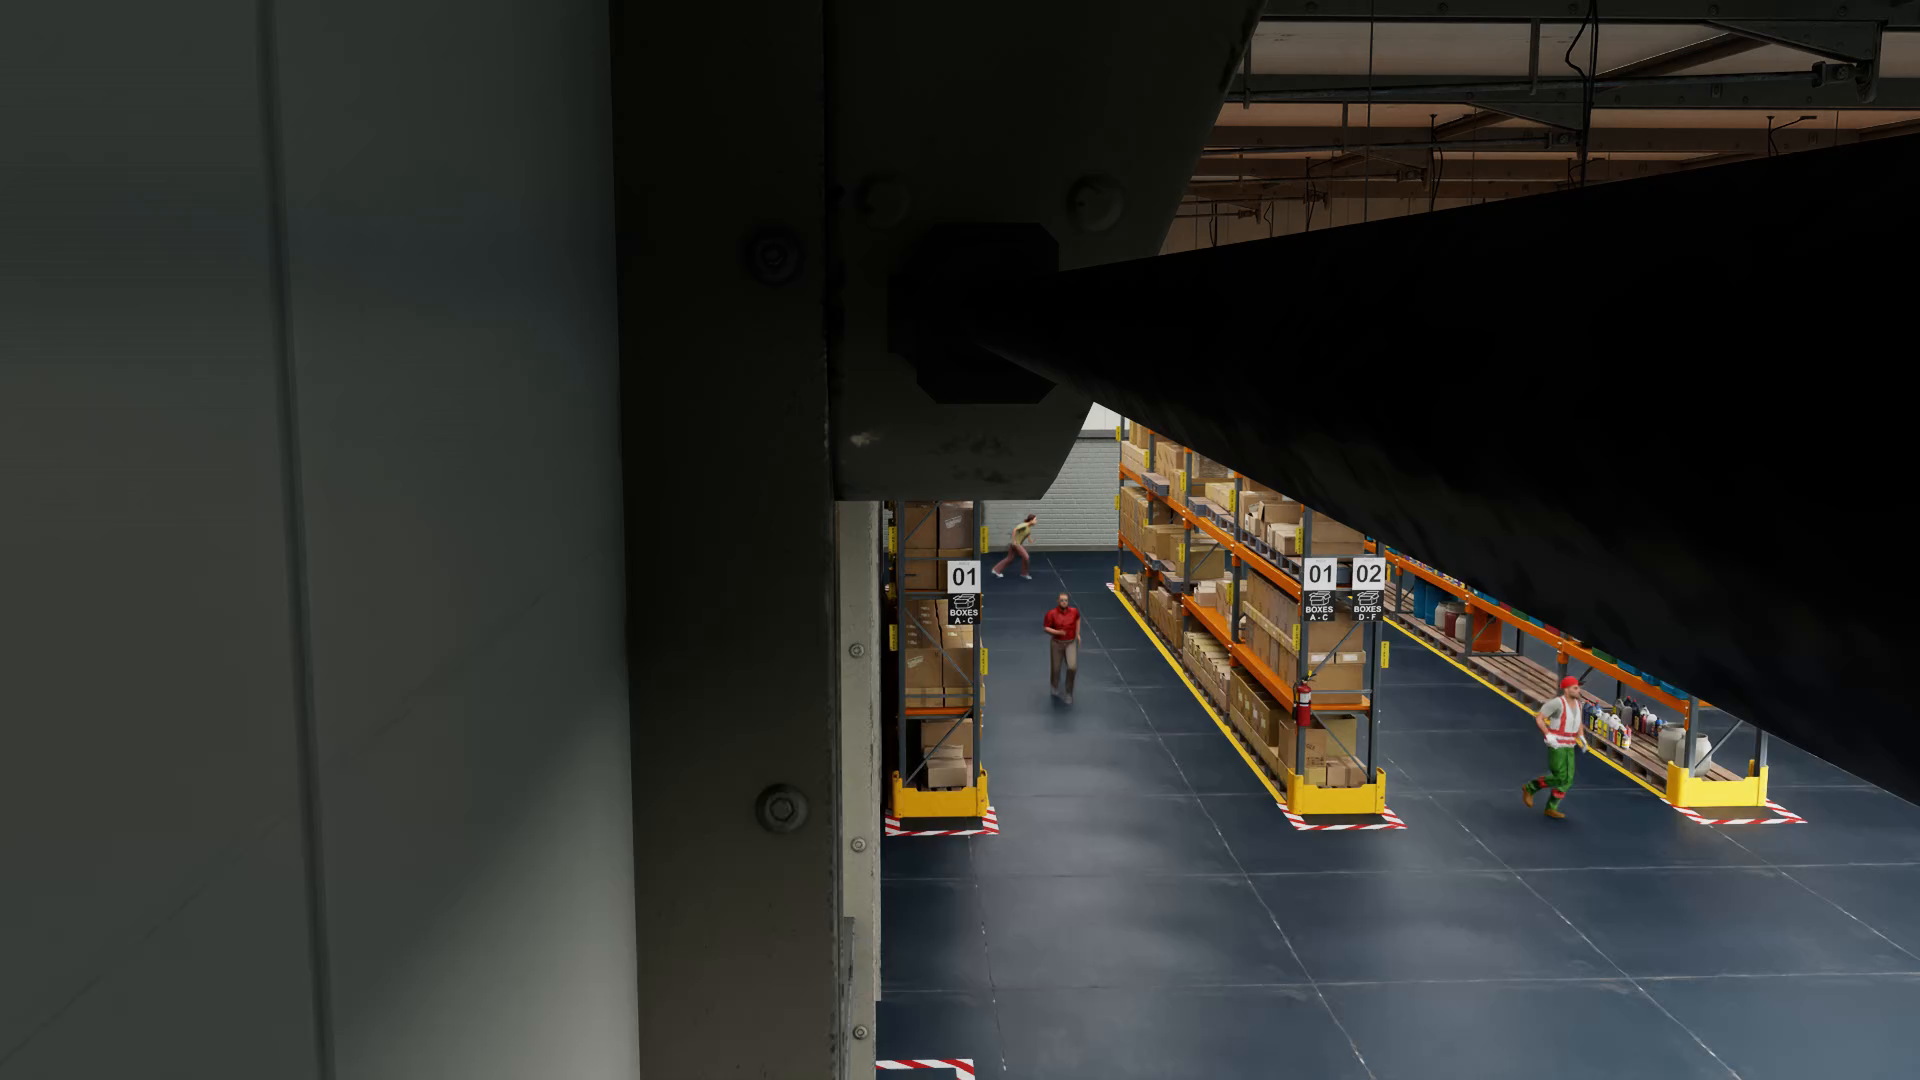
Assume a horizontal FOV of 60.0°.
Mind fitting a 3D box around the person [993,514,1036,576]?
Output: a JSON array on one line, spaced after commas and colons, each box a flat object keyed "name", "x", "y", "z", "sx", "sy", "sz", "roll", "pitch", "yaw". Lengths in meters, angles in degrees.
[{"name": "person", "x": 1.250, "y": 0.101, "z": 37.930, "sx": 0.992, "sy": 1.419, "sz": 0.573, "roll": 2, "pitch": 8, "yaw": 13}]

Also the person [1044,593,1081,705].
[{"name": "person", "x": 1.628, "y": 1.716, "z": 26.300, "sx": 0.636, "sy": 1.790, "sz": 0.853, "roll": -1, "pitch": 8, "yaw": -7}]

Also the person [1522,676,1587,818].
[{"name": "person", "x": 7.416, "y": 2.532, "z": 20.611, "sx": 0.743, "sy": 1.739, "sz": 0.582, "roll": -6, "pitch": 10, "yaw": -35}]
